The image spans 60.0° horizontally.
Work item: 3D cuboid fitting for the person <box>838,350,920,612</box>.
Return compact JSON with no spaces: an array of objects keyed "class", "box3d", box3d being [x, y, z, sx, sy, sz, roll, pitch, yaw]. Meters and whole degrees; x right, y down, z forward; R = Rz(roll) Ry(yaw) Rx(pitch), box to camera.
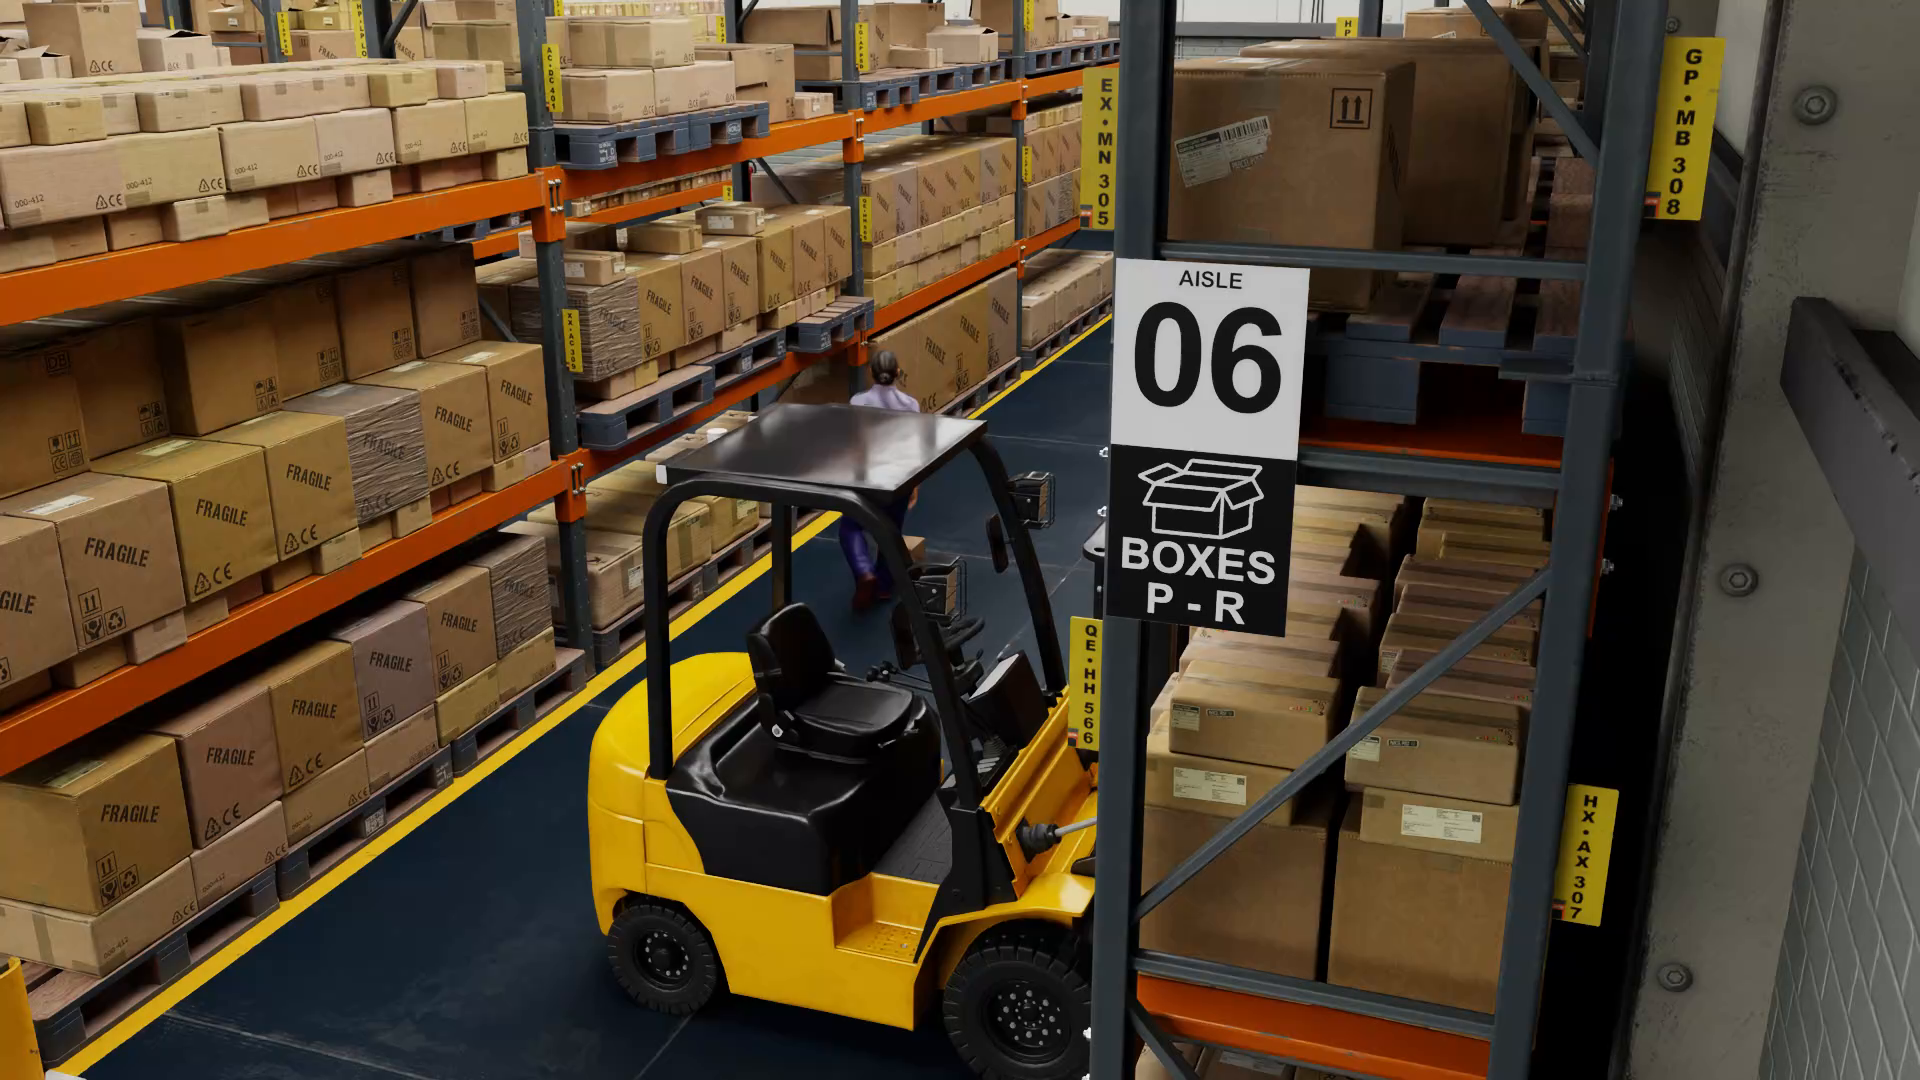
[{"class":"person","box3d":[-0.484,-0.354,10.130,0.509,1.629,0.774,-4,19,-13]}]
